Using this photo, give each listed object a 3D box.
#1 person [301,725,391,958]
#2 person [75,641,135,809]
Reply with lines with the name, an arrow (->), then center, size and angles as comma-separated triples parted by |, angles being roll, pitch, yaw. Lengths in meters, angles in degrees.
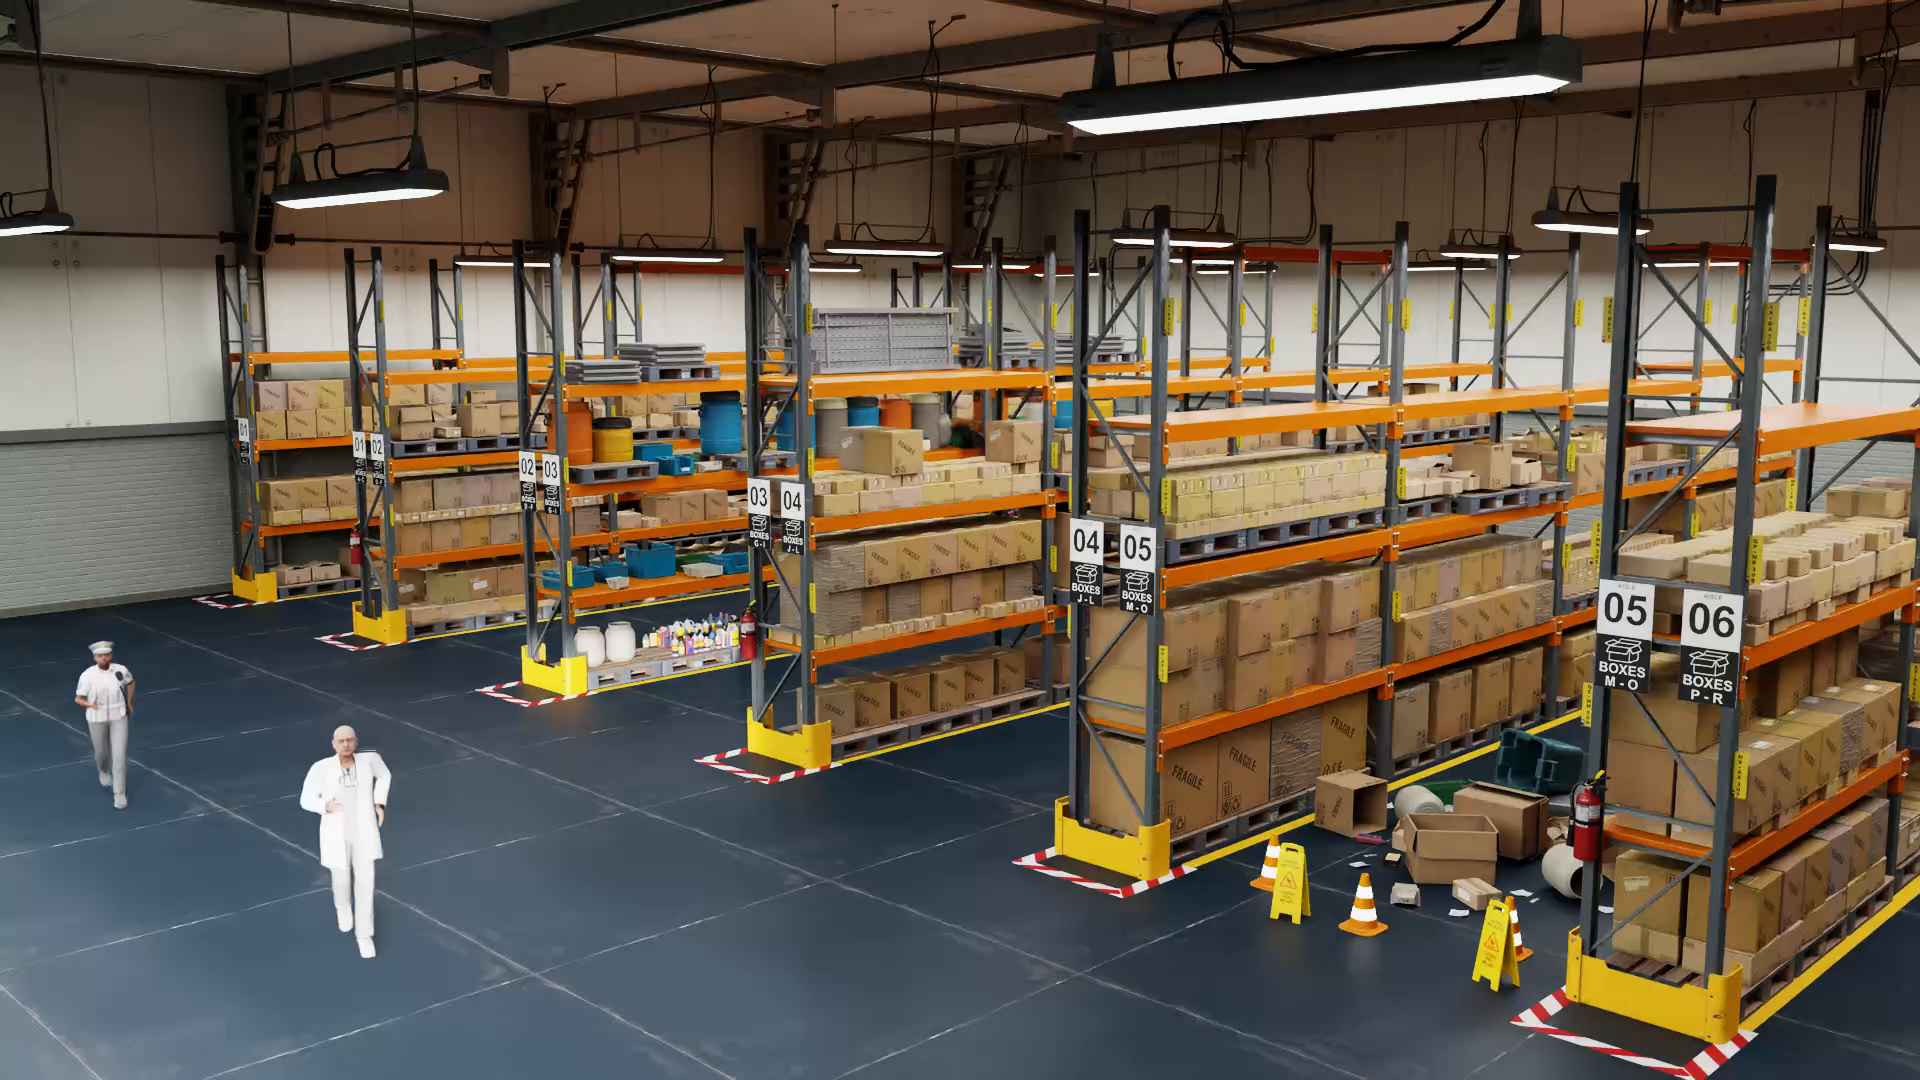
person -> -4.907, 2.365, 13.374 | 0.710, 1.770, 1.001 | -4, 9, -24
person -> -8.876, 1.875, 17.326 | 0.581, 1.699, 0.920 | -5, 9, -31
